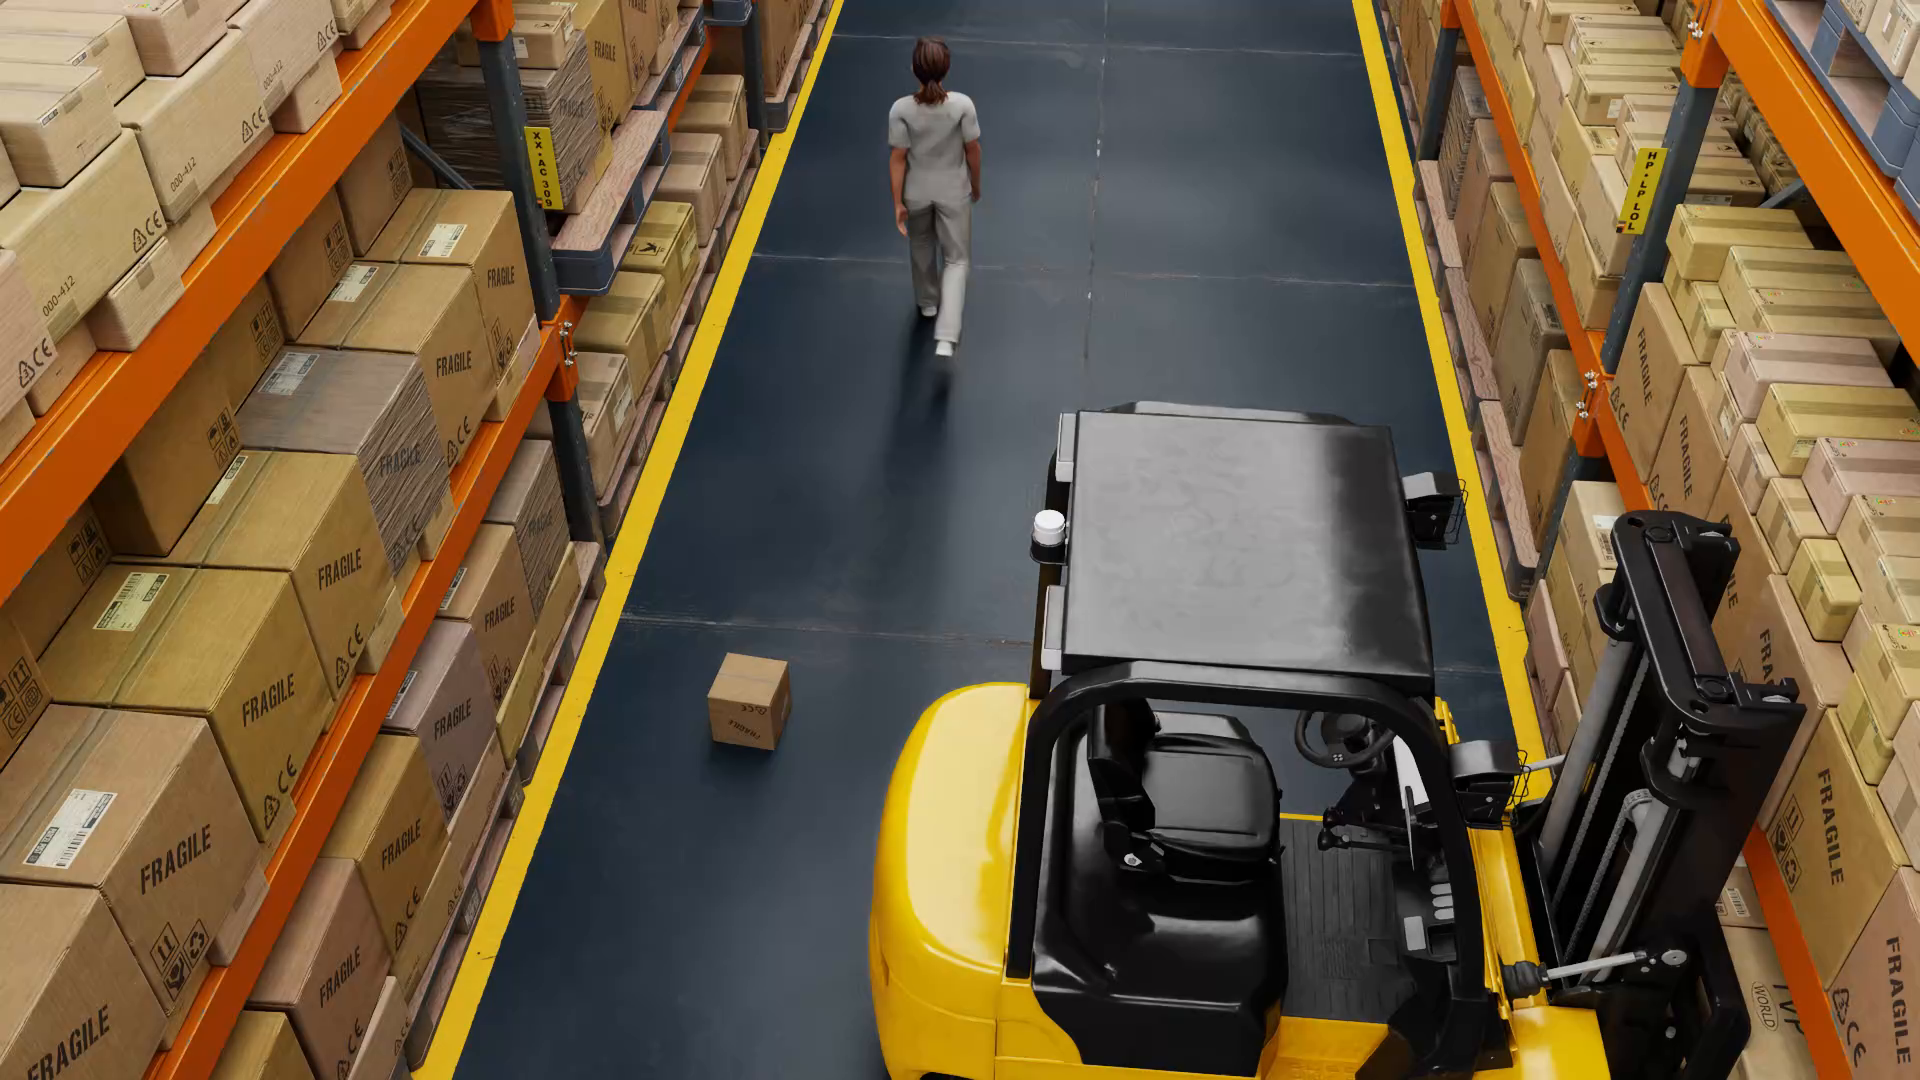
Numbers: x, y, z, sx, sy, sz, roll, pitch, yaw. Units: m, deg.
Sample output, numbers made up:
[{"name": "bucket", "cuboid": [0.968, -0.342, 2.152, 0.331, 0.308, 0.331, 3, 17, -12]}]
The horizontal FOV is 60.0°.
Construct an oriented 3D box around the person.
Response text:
[{"name": "person", "cuboid": [-0.121, -1.683, 8.146, 0.442, 1.630, 0.969, 2, 40, 2]}]
